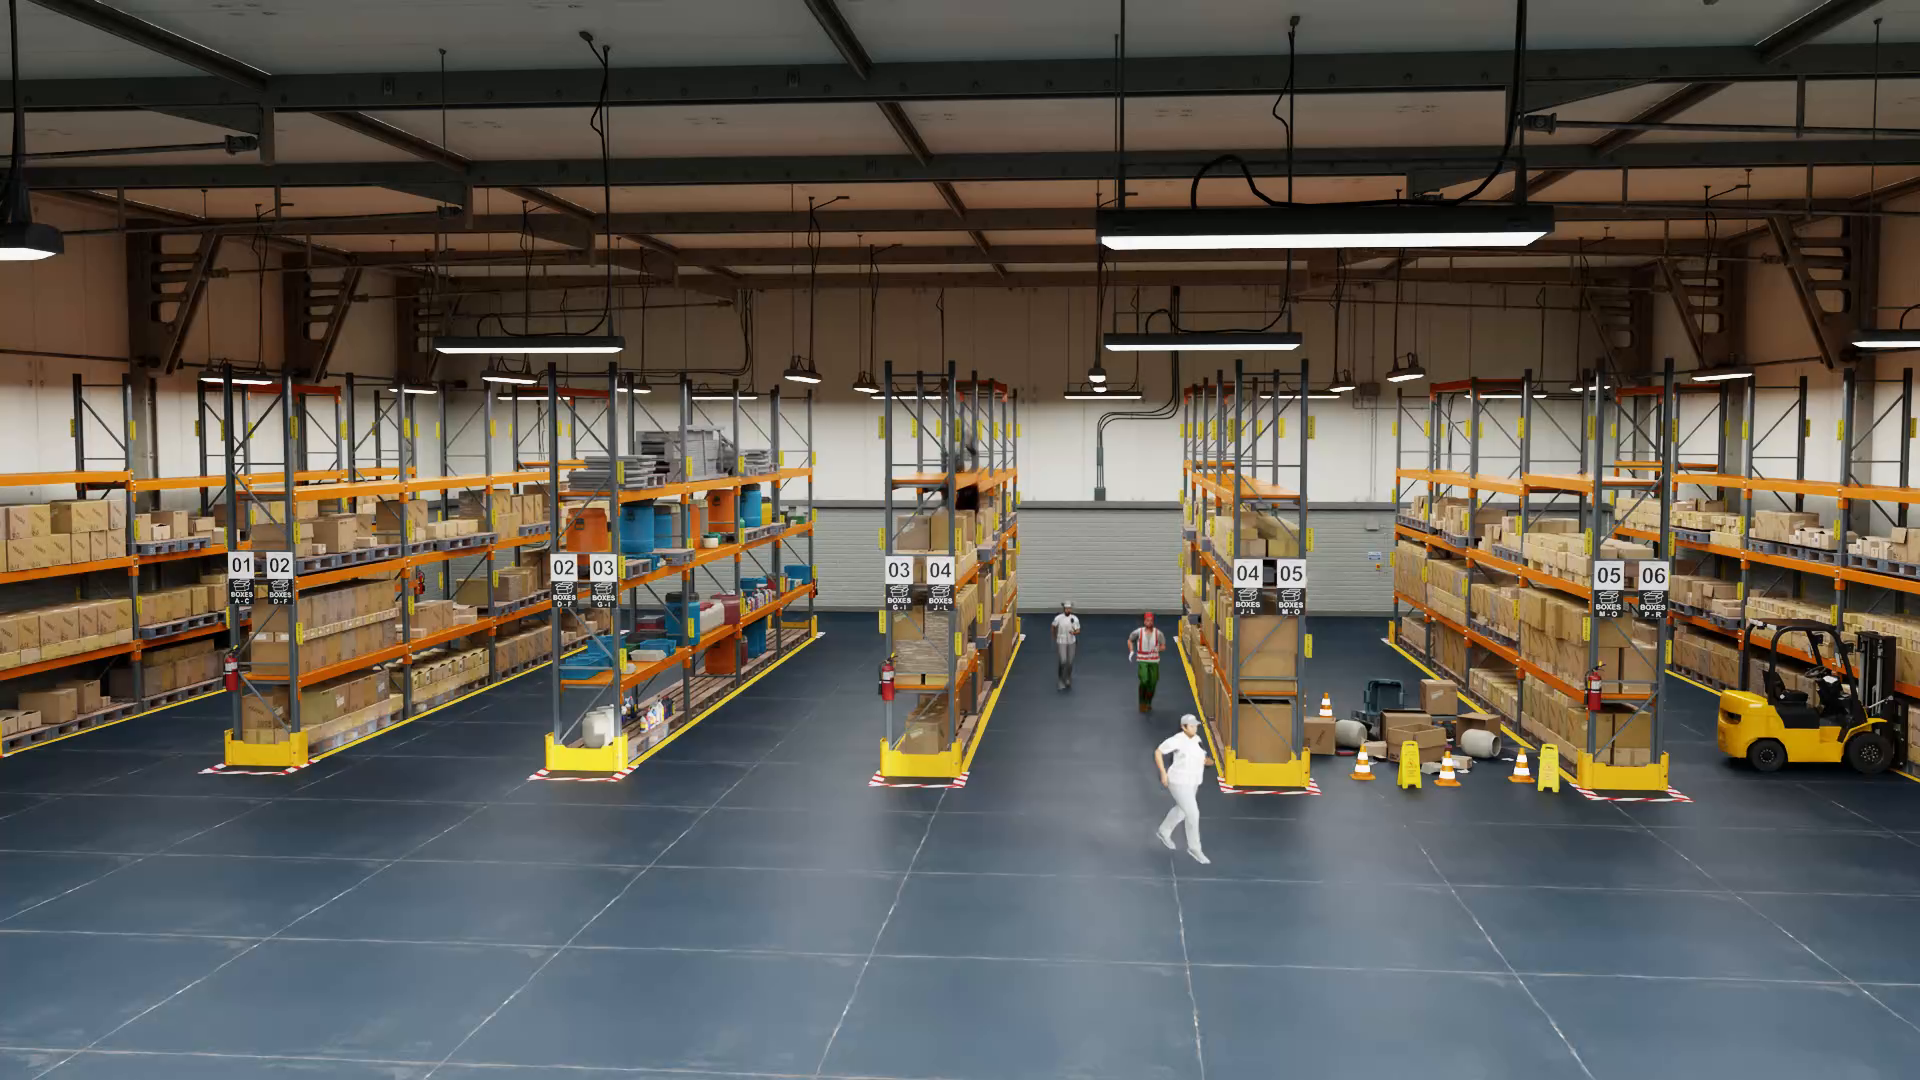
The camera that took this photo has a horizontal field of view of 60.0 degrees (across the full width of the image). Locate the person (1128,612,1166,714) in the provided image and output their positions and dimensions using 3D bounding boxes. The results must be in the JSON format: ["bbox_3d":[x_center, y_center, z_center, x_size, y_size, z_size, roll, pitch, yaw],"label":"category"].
[{"bbox_3d":[3.323,2.175,29.388,0.641,1.785,0.702,0,4,-5],"label":"person"}]

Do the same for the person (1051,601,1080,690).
[{"bbox_3d":[2.059,2.040,32.285,0.537,1.733,0.716,0,4,-5],"label":"person"}]

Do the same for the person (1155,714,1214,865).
[{"bbox_3d":[2.615,2.883,19.494,0.856,1.703,0.580,4,5,43],"label":"person"}]
